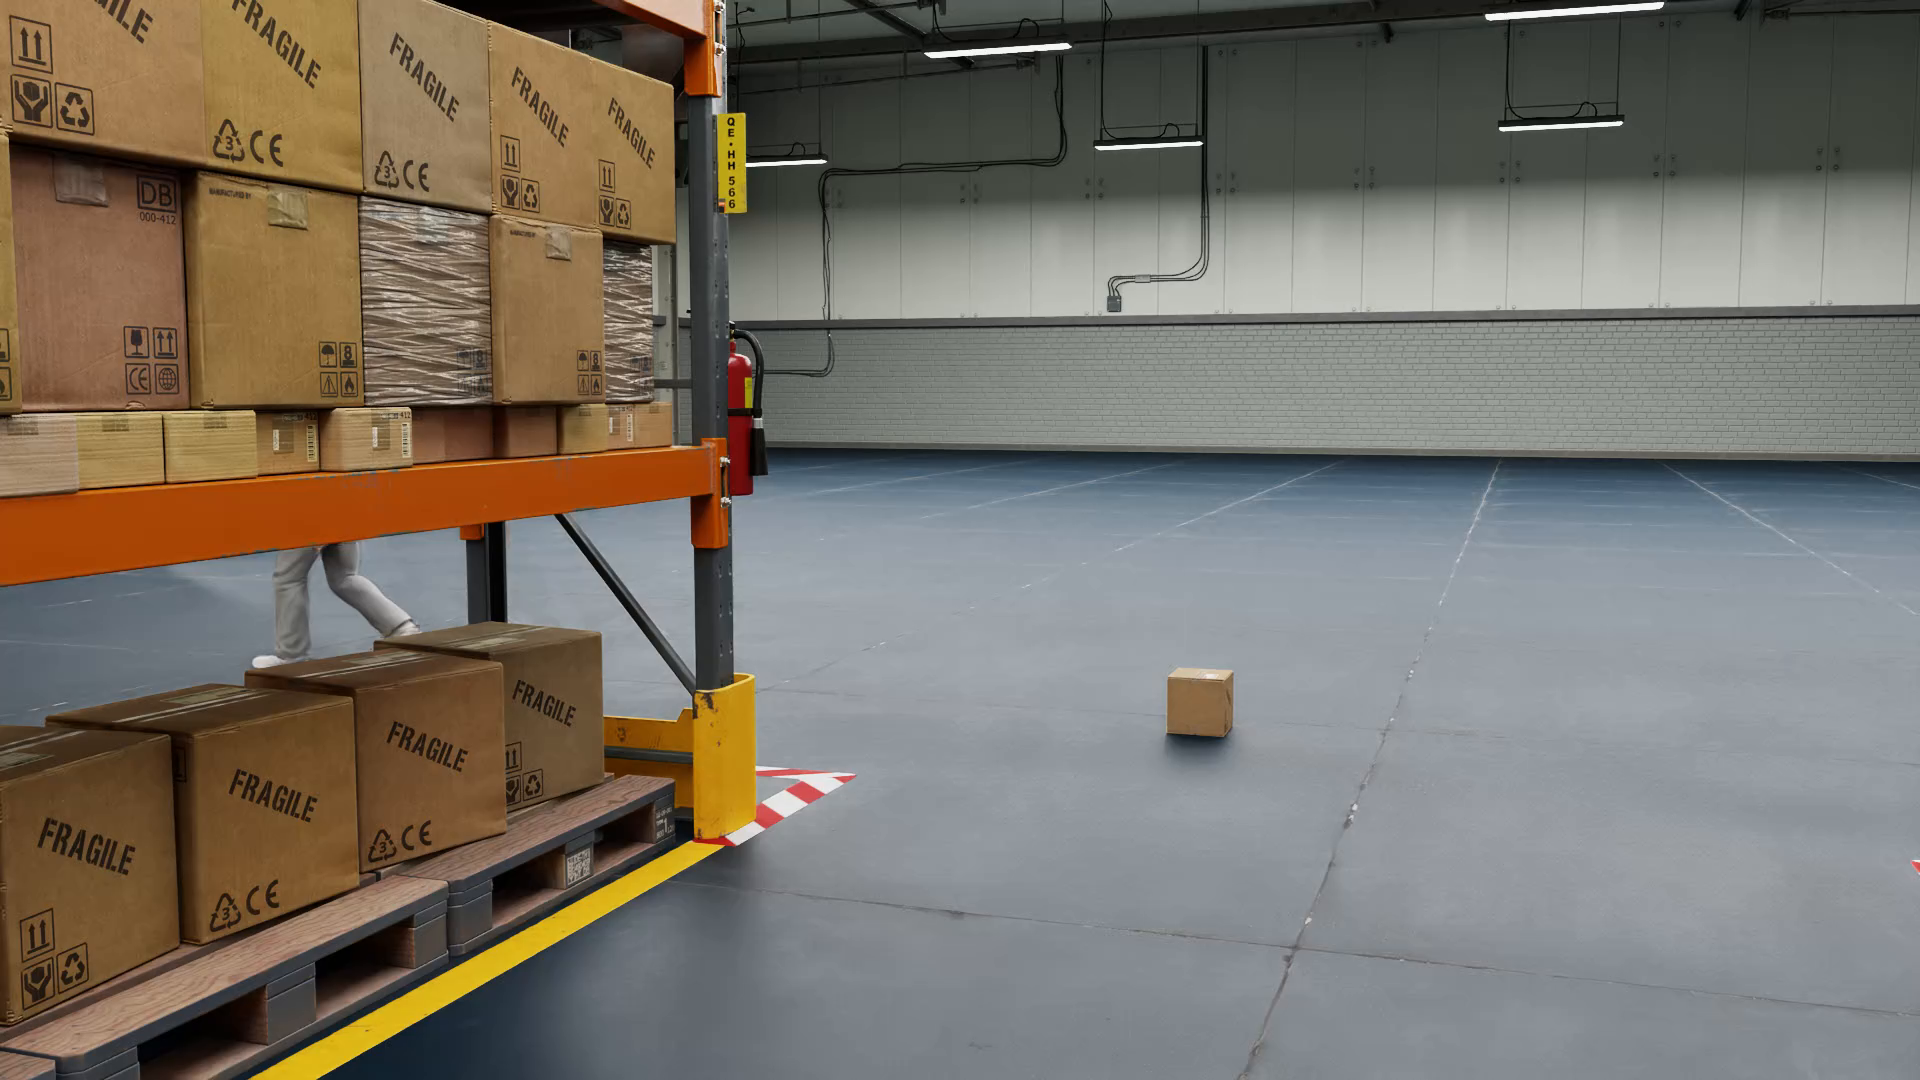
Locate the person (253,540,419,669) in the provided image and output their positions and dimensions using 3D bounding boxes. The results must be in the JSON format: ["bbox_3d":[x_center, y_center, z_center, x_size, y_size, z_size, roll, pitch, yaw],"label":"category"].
[{"bbox_3d":[-3.231,-0.126,8.555,0.898,1.631,0.451,1,5,15],"label":"person"}]
